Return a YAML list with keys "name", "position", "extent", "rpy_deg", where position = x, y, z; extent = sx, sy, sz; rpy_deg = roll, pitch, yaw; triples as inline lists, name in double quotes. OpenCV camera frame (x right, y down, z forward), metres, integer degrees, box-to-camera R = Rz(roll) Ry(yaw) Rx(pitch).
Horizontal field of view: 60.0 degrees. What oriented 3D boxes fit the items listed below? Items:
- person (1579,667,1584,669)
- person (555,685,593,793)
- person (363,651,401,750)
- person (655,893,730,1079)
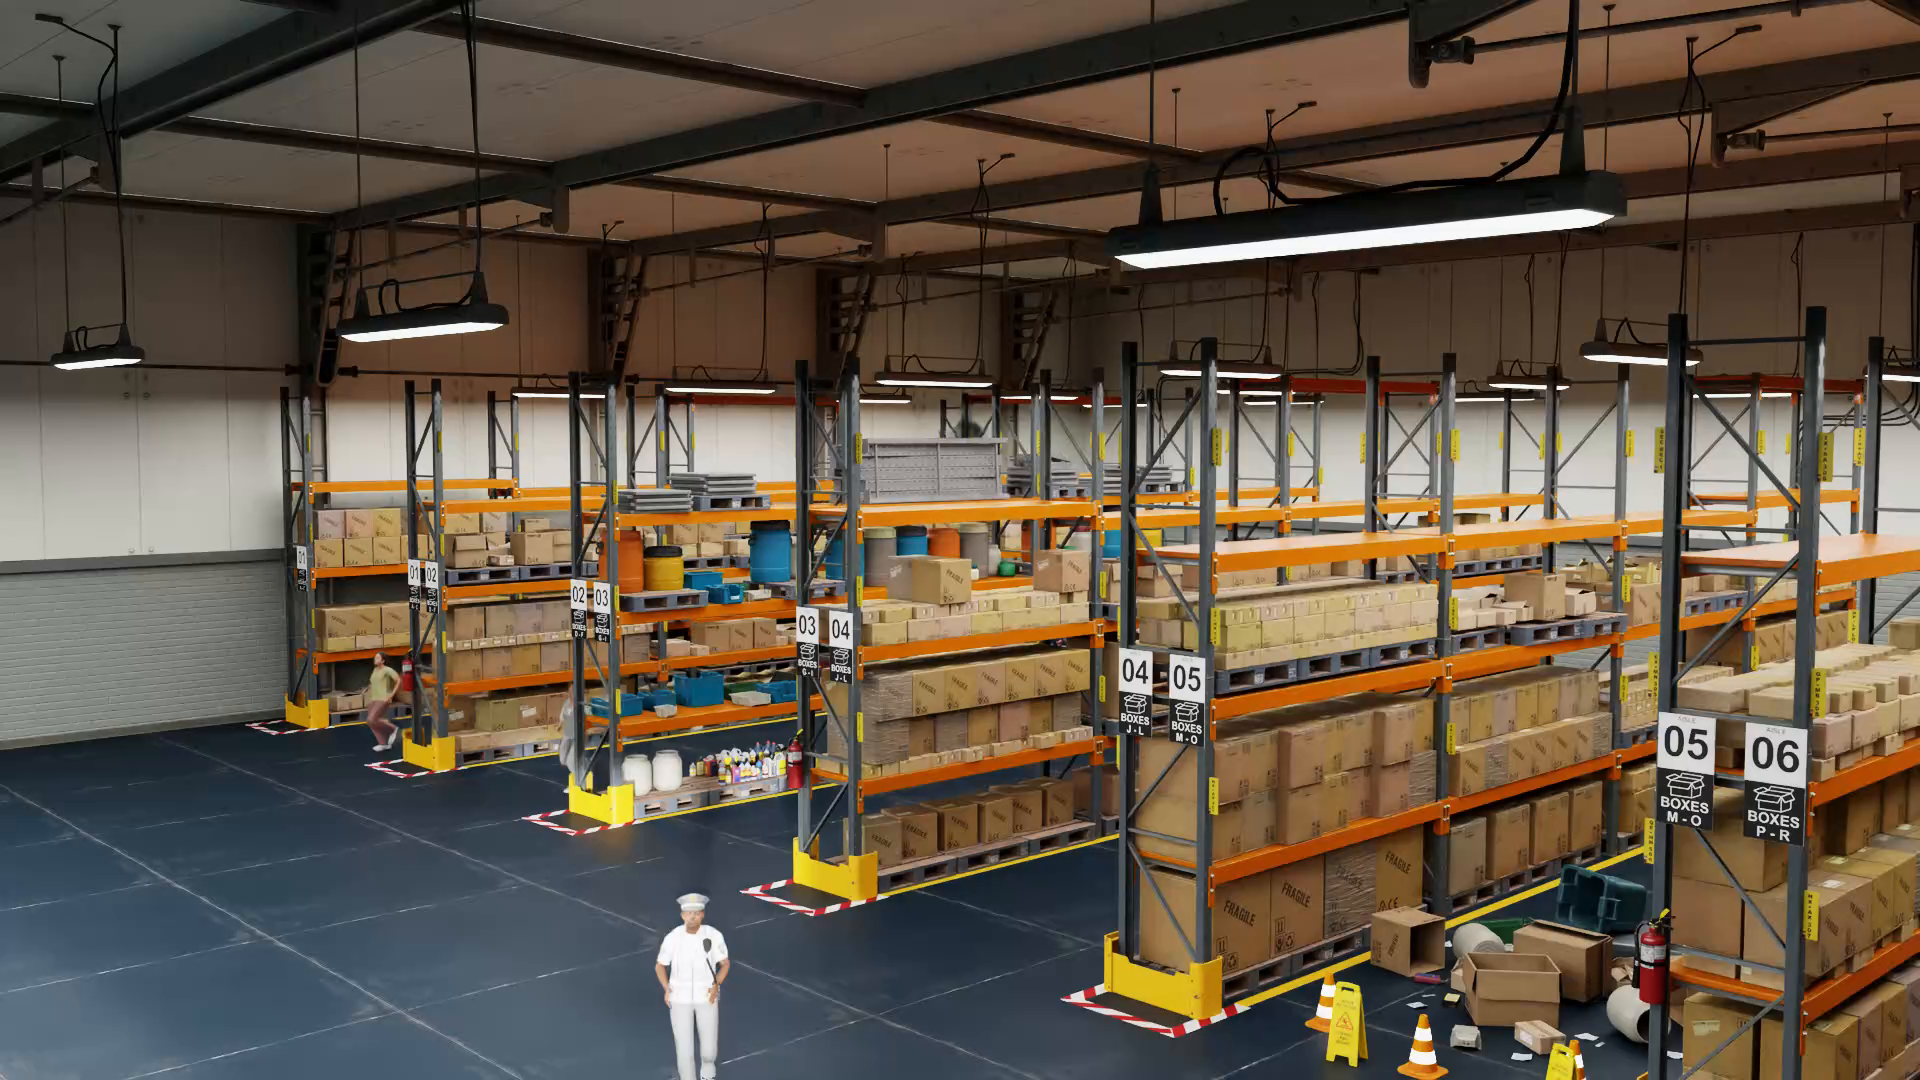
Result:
- name: "person"
  position: [9.009, 2.741, 24.084]
  extent: [0.968, 1.800, 0.669]
  rpy_deg: [-3, 5, -42]
- name: "person"
  position: [-5.550, 2.854, 24.044]
  extent: [0.579, 1.554, 0.594]
  rpy_deg: [1, 4, 22]
- name: "person"
  position: [-9.456, 2.633, 27.074]
  extent: [0.642, 1.610, 0.530]
  rpy_deg: [3, 4, 35]
- name: "person"
  position: [-2.058, 3.524, 12.800]
  extent: [0.575, 1.639, 0.570]
  rpy_deg: [0, 4, -8]
